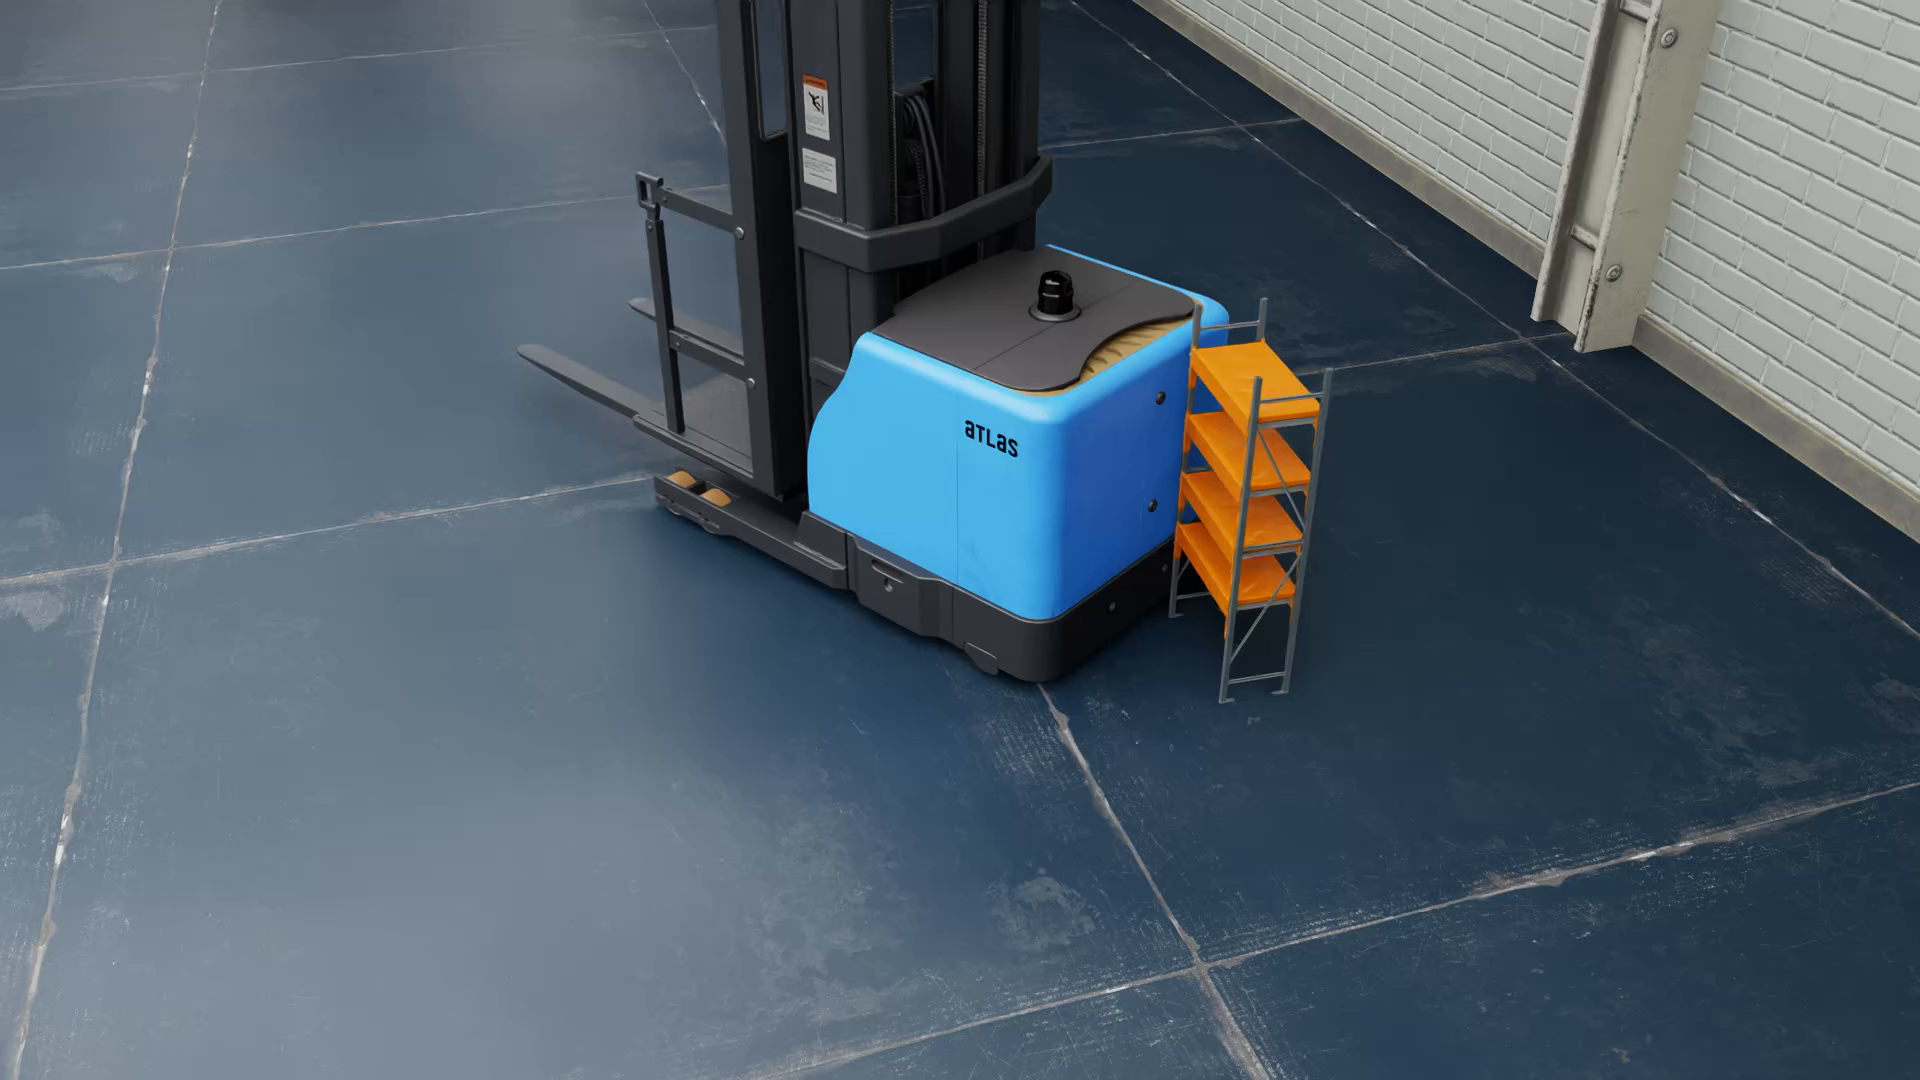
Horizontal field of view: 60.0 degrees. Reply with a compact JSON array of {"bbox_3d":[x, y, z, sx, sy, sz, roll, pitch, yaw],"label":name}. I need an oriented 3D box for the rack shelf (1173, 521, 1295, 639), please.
[{"bbox_3d":[0.907,0.109,5.478,0.258,0.148,0.480,-8,34,-11],"label":"rack shelf"}]

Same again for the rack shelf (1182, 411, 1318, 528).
[{"bbox_3d":[0.907,-0.243,5.246,0.258,0.148,0.480,-8,34,-11],"label":"rack shelf"}]

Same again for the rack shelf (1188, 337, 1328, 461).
[{"bbox_3d":[0.907,-0.440,5.115,0.258,0.148,0.480,-8,34,-11],"label":"rack shelf"}]

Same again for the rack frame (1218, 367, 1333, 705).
[{"bbox_3d":[0.965,0.018,5.134,0.240,1.200,0.015,-8,34,-11],"label":"rack frame"}]

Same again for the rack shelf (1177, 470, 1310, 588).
[{"bbox_3d":[0.907,-0.056,5.369,0.258,0.148,0.480,-8,34,-11],"label":"rack shelf"}]

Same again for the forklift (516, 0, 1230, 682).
[{"bbox_3d":[-0.534,-1.442,5.773,3.031,2.935,1.130,26,41,33],"label":"forklift"}]

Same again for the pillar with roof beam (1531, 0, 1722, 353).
[{"bbox_3d":[-1.205,-4.007,4.152,9.100,9.000,0.400,-10,35,-15],"label":"pillar with roof beam"}]

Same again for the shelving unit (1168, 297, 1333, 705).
[{"bbox_3d":[0.907,-0.112,5.332,0.258,1.200,0.503,-8,34,-11],"label":"shelving unit"}]

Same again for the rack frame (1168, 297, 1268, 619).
[{"bbox_3d":[0.849,-0.243,5.530,0.240,1.200,0.015,-8,34,-11],"label":"rack frame"}]
